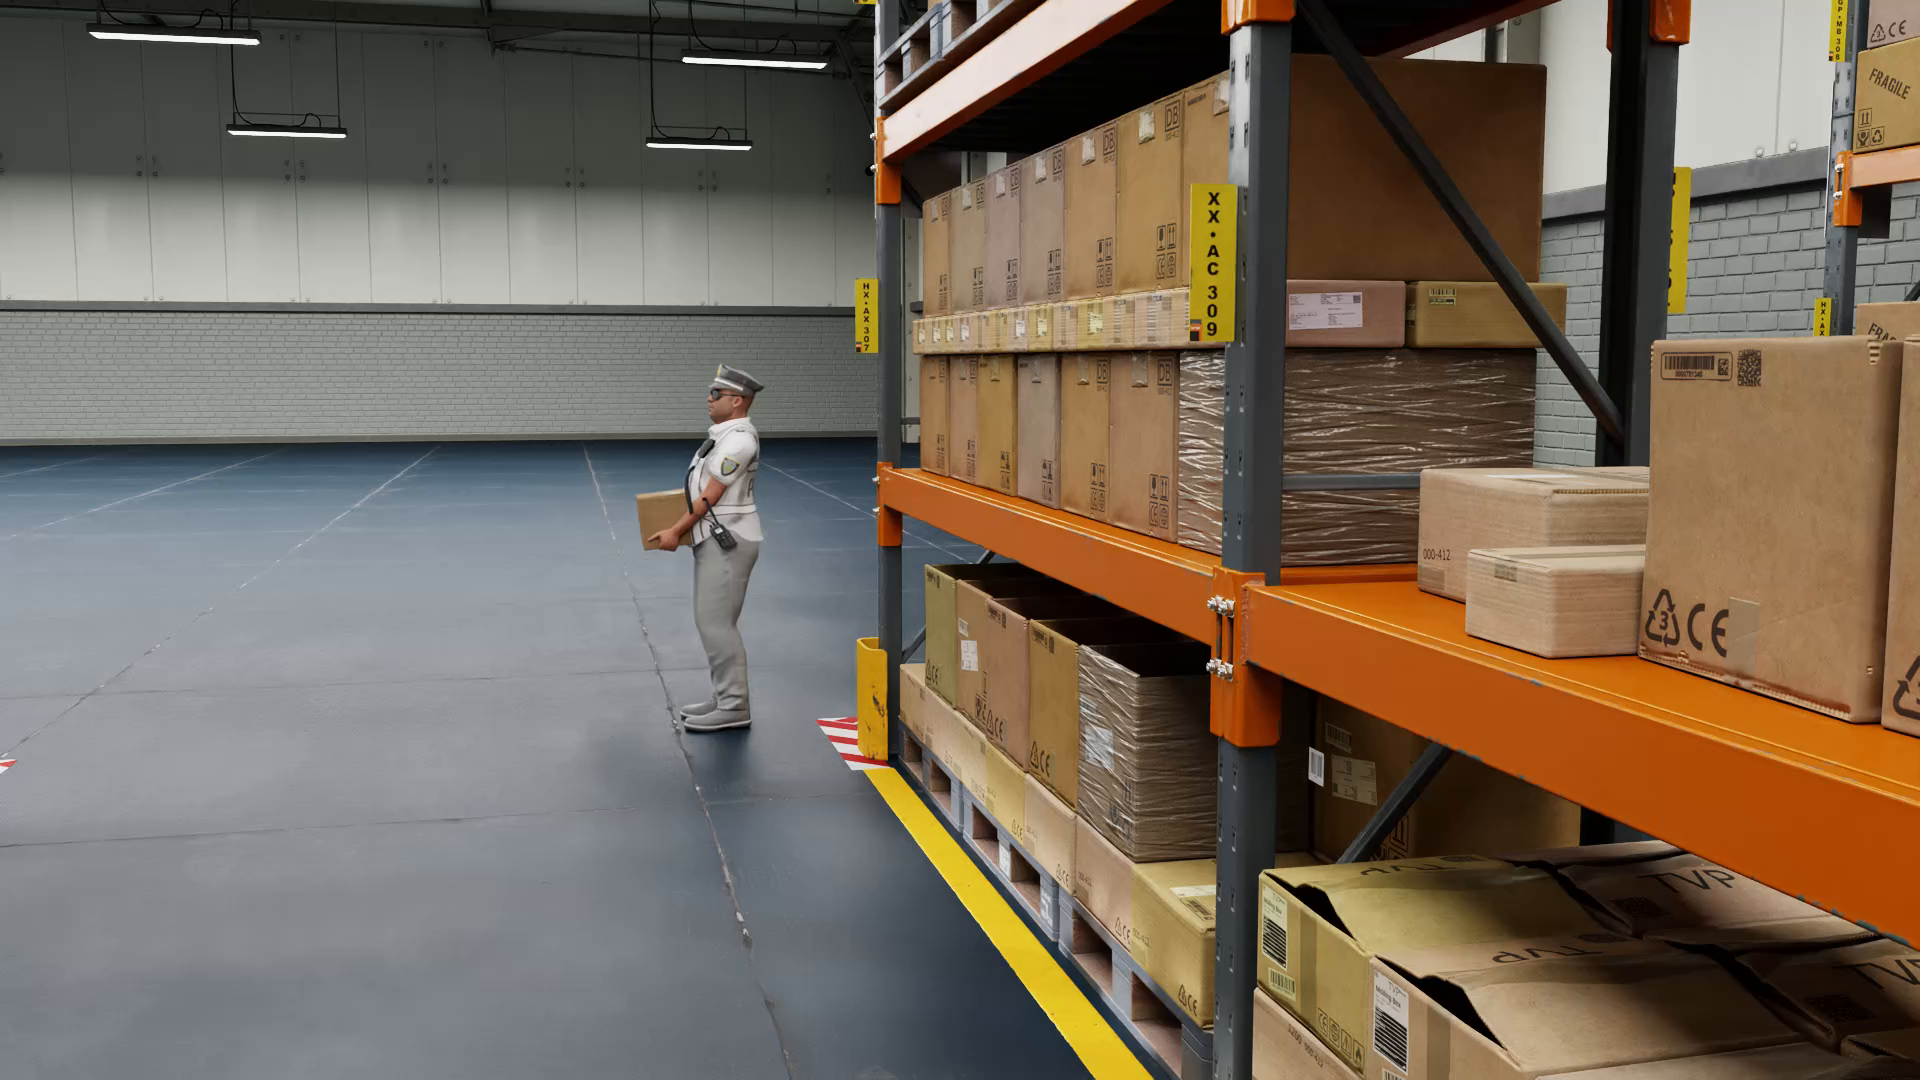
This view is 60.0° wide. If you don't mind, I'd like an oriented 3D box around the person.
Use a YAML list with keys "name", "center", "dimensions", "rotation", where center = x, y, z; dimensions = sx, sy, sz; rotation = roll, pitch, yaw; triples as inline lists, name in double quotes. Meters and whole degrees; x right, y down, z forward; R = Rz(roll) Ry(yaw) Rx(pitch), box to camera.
- name: "person"
  center: [-1.172, 0.026, 8.131]
  dimensions: [0.428, 1.756, 0.557]
  rotation: [-2, 6, -15]
